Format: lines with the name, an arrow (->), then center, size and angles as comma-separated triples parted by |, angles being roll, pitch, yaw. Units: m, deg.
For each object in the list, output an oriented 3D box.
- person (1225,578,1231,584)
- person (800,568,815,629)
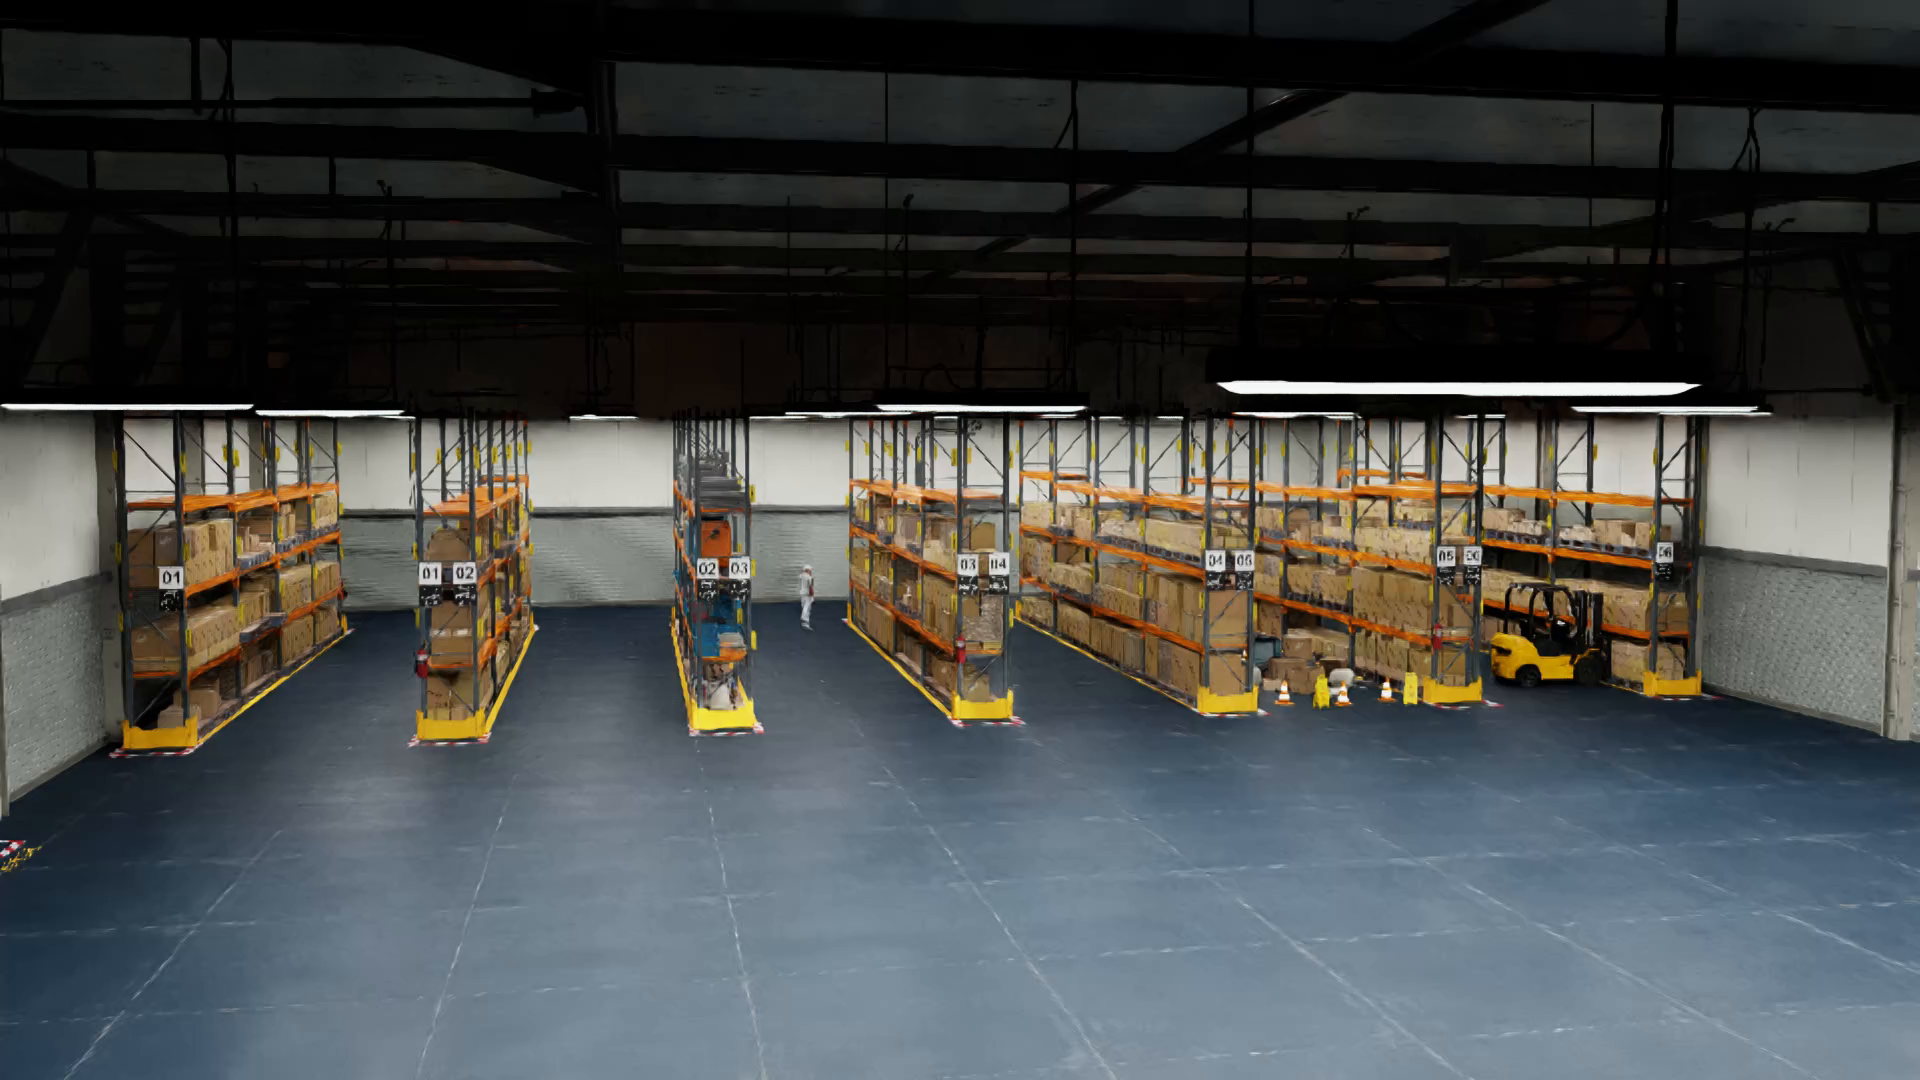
person -> 6.974, 1.776, 43.164 | 0.448, 1.595, 0.540 | 1, 4, 10
person -> -4.197, 1.569, 45.883 | 0.400, 1.746, 0.649 | -3, 5, -34
